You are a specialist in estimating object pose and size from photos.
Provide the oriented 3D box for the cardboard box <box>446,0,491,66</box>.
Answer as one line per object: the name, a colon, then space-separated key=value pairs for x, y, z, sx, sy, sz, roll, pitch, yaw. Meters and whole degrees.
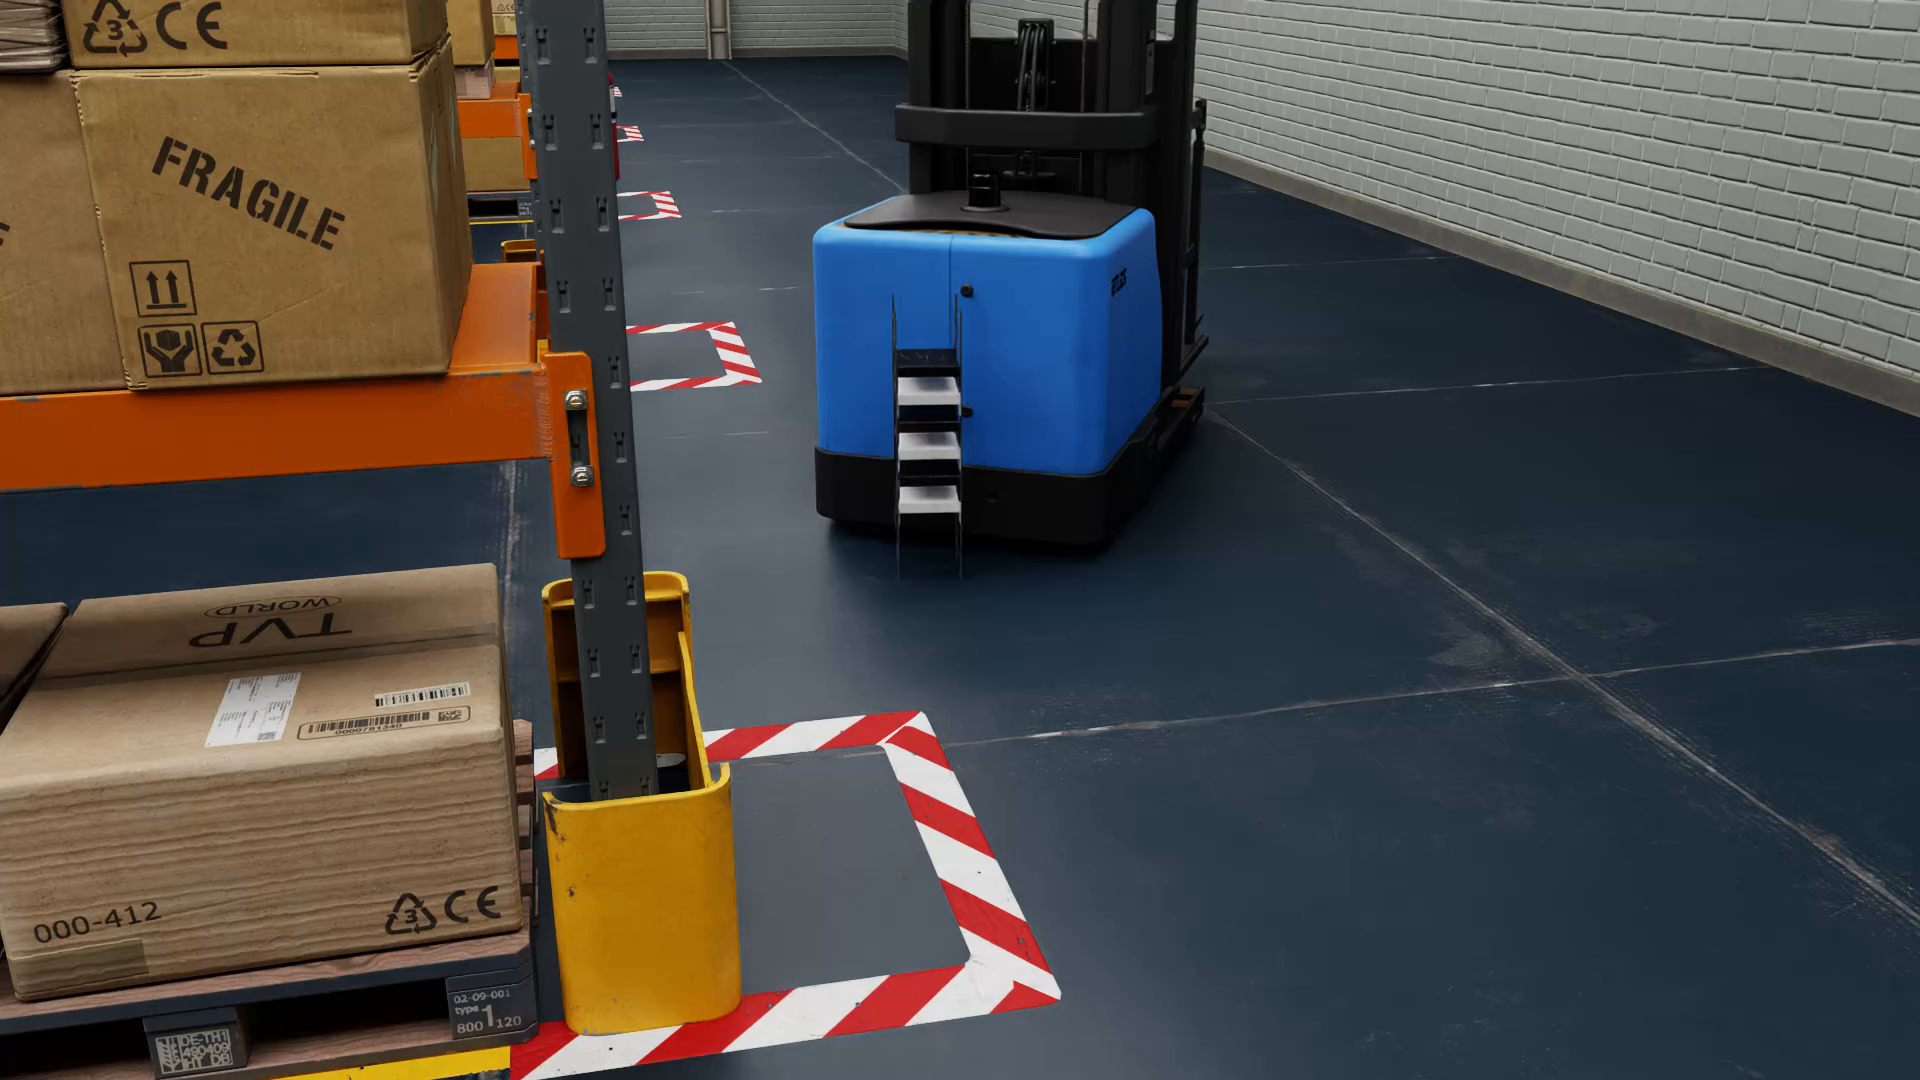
cardboard box: x=-2.363 y=-2.369 z=7.342 sx=0.500 sy=0.500 sz=0.500 roll=-4 pitch=21 yaw=-11

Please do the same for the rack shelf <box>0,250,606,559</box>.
rack shelf: x=-2.694 y=-0.159 z=2.932 sx=4.000 sy=0.370 sz=1.077 roll=-5 pitch=21 yaw=-12

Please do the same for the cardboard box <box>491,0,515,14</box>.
cardboard box: x=-3.438 y=-3.914 z=11.924 sx=0.500 sy=0.250 sz=0.500 roll=-5 pitch=21 yaw=-13

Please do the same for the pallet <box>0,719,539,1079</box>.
pallet: x=-1.507 y=0.744 z=3.476 sx=1.213 sy=0.211 sz=1.003 roll=-5 pitch=21 yaw=-12

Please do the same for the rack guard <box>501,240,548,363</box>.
rack guard: x=-2.059 y=-1.124 z=8.156 sx=0.348 sy=0.500 sz=1.175 roll=-5 pitch=21 yaw=-12

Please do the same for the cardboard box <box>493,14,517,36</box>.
cardboard box: x=-3.298 y=-3.716 z=11.962 sx=0.250 sy=0.149 sz=0.380 roll=-4 pitch=21 yaw=-11

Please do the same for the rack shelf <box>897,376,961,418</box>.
rack shelf: x=-0.106 y=-0.467 z=5.356 sx=0.200 sy=0.077 sz=0.258 roll=-1 pitch=20 yaw=-4

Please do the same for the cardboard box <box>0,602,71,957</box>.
cardboard box: x=-2.255 y=0.512 z=3.170 sx=0.875 sy=0.438 sz=0.875 roll=-4 pitch=21 yaw=-11

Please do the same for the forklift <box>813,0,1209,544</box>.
forklift: x=0.421 y=-1.834 z=6.561 sx=1.130 sy=2.935 sz=3.031 roll=6 pitch=21 yaw=16

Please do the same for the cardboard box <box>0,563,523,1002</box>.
cardboard box: x=-1.367 y=0.437 z=3.375 sx=0.875 sy=0.438 sz=0.875 roll=-5 pitch=21 yaw=-14

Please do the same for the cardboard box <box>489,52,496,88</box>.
cardboard box: x=-2.375 y=-2.270 z=8.015 sx=0.250 sy=0.149 sz=0.380 roll=-5 pitch=21 yaw=-13

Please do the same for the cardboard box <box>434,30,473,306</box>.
cardboard box: x=-1.280 y=-0.760 z=3.382 sx=0.500 sy=0.500 sz=0.500 roll=-5 pitch=21 yaw=-13

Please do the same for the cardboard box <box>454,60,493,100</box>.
cardboard box: x=-2.237 y=-2.065 z=7.457 sx=0.250 sy=0.149 sz=0.380 roll=-5 pitch=21 yaw=-12

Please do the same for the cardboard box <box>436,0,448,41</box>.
cardboard box: x=-1.280 y=-1.228 z=3.208 sx=0.500 sy=0.500 sz=0.500 roll=-5 pitch=21 yaw=-14

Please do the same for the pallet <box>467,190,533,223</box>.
pallet: x=-3.788 y=-2.573 z=12.532 sx=1.213 sy=0.211 sz=1.003 roll=-5 pitch=21 yaw=-12

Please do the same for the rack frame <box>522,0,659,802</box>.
rack frame: x=-0.747 y=-0.655 z=3.241 sx=0.127 sy=3.000 sz=1.000 roll=-5 pitch=21 yaw=-12

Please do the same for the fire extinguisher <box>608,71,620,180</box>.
fire extinguisher: x=-1.633 y=-1.958 z=7.452 sx=0.183 sy=0.674 sz=0.296 roll=-5 pitch=21 yaw=-12

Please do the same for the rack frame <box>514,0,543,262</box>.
rack frame: x=-1.985 y=-2.304 z=7.742 sx=0.127 sy=3.000 sz=1.000 roll=-5 pitch=21 yaw=-12

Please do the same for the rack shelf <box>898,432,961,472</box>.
rack shelf: x=-0.106 y=-0.298 z=5.418 sx=0.200 sy=0.077 sz=0.258 roll=-1 pitch=20 yaw=-4

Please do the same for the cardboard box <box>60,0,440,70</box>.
cardboard box: x=-1.162 y=-1.053 z=2.730 sx=0.500 sy=0.500 sz=0.500 roll=-4 pitch=20 yaw=-11

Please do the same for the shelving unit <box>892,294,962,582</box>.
shelving unit: x=-0.106 y=-0.330 z=5.406 sx=0.210 sy=0.900 sz=0.258 roll=-1 pitch=20 yaw=-4

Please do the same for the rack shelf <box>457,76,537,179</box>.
rack shelf: x=-3.931 y=-1.808 z=7.434 sx=4.000 sy=0.370 sz=1.077 roll=-5 pitch=21 yaw=-12

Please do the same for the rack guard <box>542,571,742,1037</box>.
rack guard: x=-0.724 y=0.517 z=3.676 sx=0.348 sy=0.500 sz=1.175 roll=-5 pitch=21 yaw=-12

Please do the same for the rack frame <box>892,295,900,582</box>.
rack frame: x=-0.208 y=-0.327 z=5.399 sx=0.006 sy=0.900 sz=0.240 roll=-1 pitch=20 yaw=-4

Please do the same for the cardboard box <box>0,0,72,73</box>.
cardboard box: x=-1.664 y=-1.002 z=2.590 sx=0.500 sy=0.500 sz=0.500 roll=-5 pitch=21 yaw=-12

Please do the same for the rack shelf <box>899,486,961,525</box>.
rack shelf: x=-0.106 y=-0.129 z=5.480 sx=0.200 sy=0.077 sz=0.258 roll=-1 pitch=20 yaw=-4

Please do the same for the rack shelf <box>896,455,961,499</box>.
rack shelf: x=-0.106 y=-0.214 z=5.449 sx=0.200 sy=0.077 sz=0.258 roll=-1 pitch=20 yaw=-4

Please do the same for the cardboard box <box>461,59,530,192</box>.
cardboard box: x=-3.632 y=-3.094 z=12.378 sx=0.875 sy=0.875 sz=0.875 roll=-5 pitch=21 yaw=-12

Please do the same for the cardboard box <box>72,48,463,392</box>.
cardboard box: x=-1.156 y=-0.575 z=2.878 sx=0.500 sy=0.500 sz=0.500 roll=-5 pitch=21 yaw=-12

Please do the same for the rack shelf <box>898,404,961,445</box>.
rack shelf: x=-0.106 y=-0.383 z=5.387 sx=0.200 sy=0.077 sz=0.258 roll=-1 pitch=20 yaw=-4

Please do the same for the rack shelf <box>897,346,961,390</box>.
rack shelf: x=-0.106 y=-0.552 z=5.325 sx=0.200 sy=0.077 sz=0.258 roll=-1 pitch=20 yaw=-4

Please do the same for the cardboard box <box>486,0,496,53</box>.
cardboard box: x=-2.485 y=-2.547 z=7.829 sx=0.500 sy=0.500 sz=0.500 roll=-4 pitch=20 yaw=-10

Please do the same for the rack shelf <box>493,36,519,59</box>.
rack shelf: x=-4.974 y=-3.476 z=11.988 sx=4.000 sy=0.370 sz=1.077 roll=-5 pitch=21 yaw=-12

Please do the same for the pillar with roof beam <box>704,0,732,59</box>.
pillar with roof beam: x=-3.028 y=-10.825 z=22.283 sx=0.400 sy=9.000 sz=9.100 roll=-5 pitch=21 yaw=-12

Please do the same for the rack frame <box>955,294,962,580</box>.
rack frame: x=-0.005 y=-0.332 z=5.413 sx=0.006 sy=0.900 sz=0.240 roll=-1 pitch=20 yaw=-4

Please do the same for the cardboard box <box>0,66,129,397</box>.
cardboard box: x=-1.648 y=-0.540 z=2.783 sx=0.500 sy=0.500 sz=0.500 roll=-5 pitch=21 yaw=-14
